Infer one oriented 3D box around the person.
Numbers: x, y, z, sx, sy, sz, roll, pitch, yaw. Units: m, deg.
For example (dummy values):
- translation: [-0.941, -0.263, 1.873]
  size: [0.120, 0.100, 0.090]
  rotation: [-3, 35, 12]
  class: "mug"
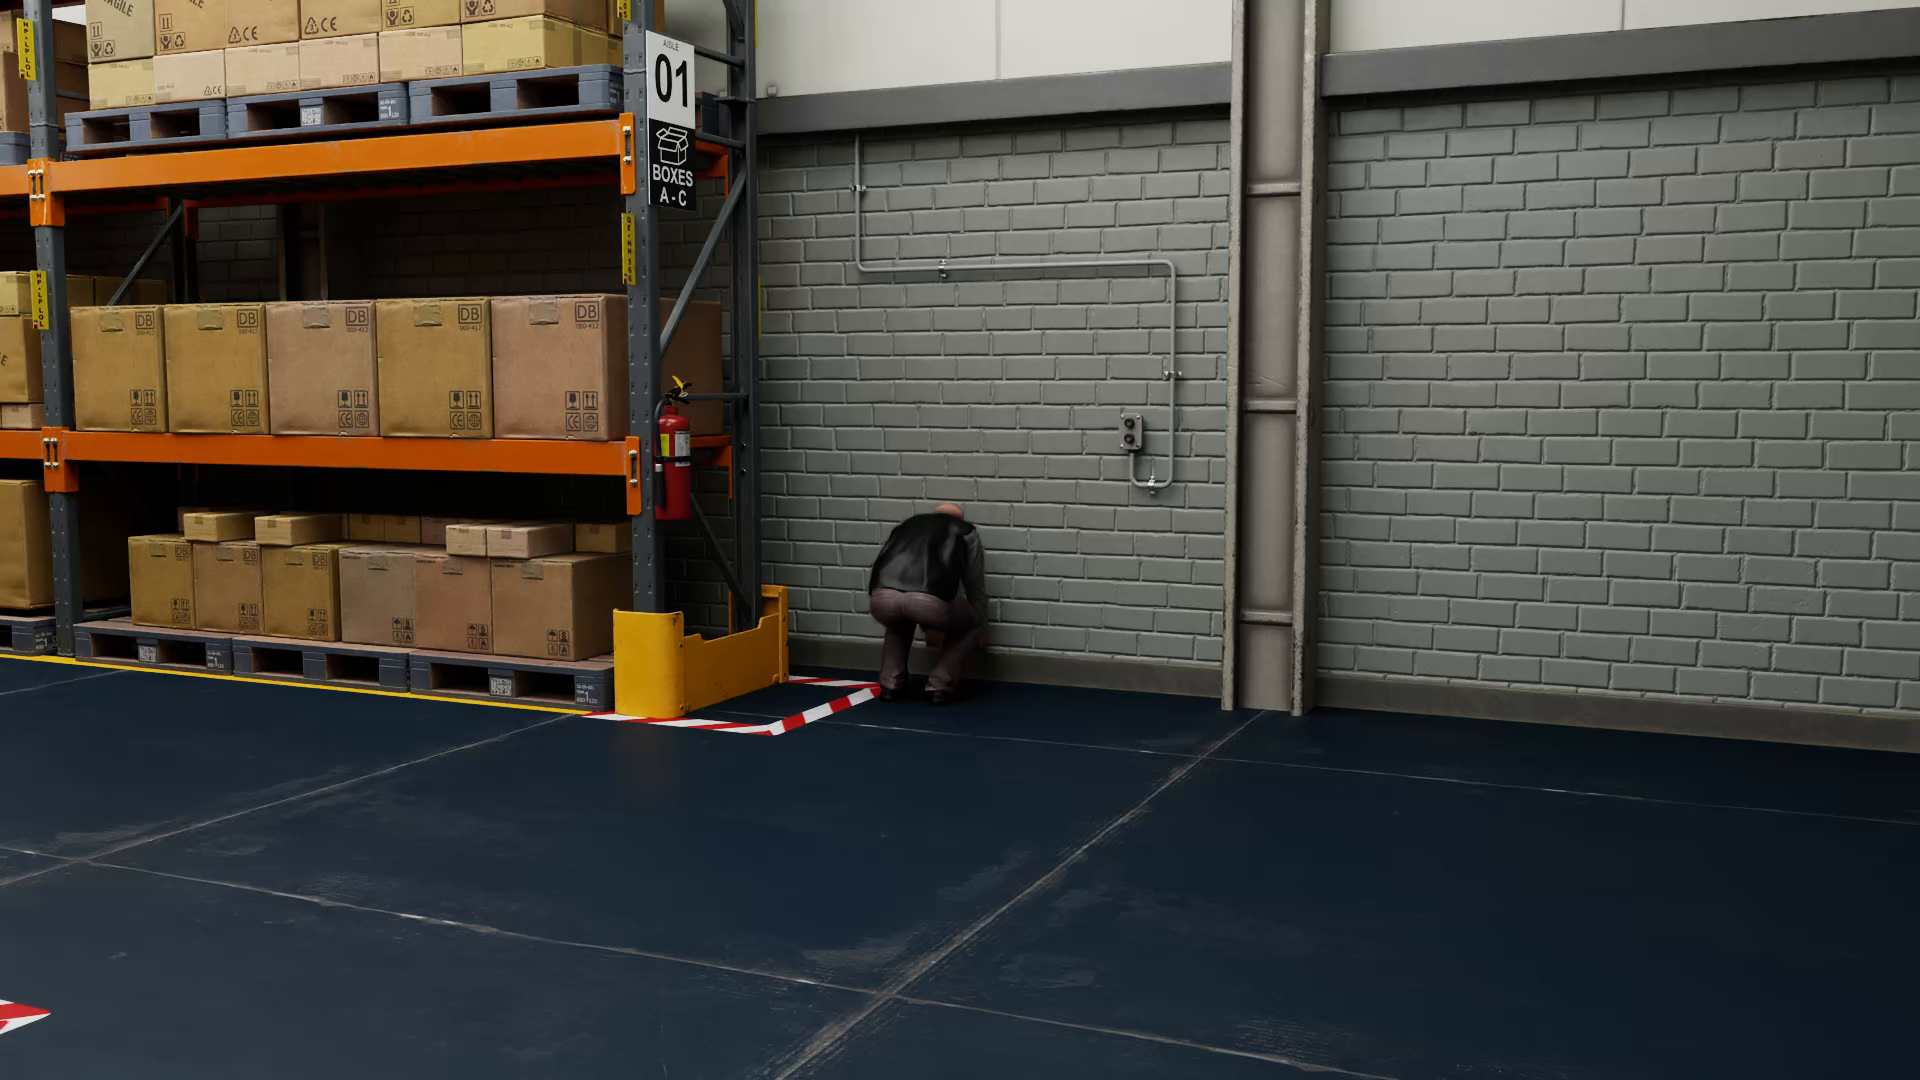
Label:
- translation: [-0.151, 0.315, 8.426]
  size: [0.511, 0.957, 0.905]
  rotation: [2, 6, 20]
  class: "person"
